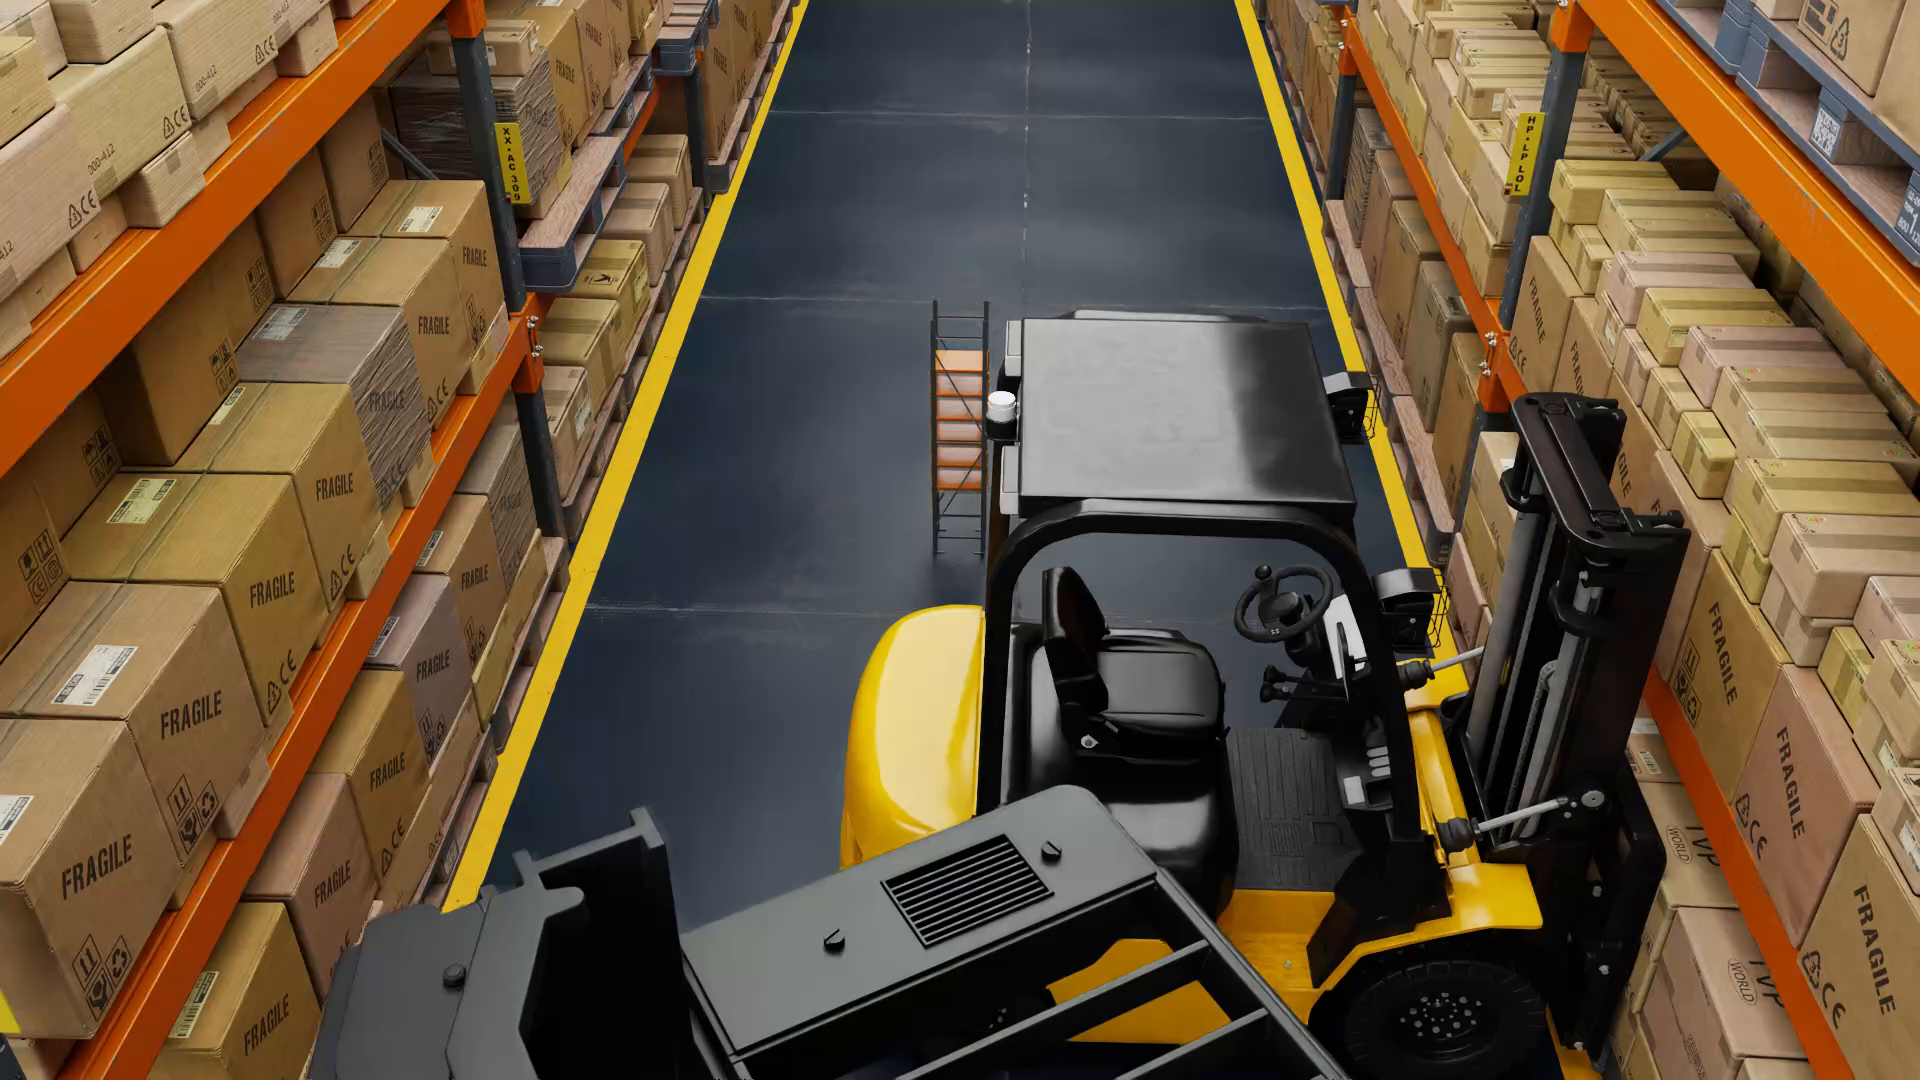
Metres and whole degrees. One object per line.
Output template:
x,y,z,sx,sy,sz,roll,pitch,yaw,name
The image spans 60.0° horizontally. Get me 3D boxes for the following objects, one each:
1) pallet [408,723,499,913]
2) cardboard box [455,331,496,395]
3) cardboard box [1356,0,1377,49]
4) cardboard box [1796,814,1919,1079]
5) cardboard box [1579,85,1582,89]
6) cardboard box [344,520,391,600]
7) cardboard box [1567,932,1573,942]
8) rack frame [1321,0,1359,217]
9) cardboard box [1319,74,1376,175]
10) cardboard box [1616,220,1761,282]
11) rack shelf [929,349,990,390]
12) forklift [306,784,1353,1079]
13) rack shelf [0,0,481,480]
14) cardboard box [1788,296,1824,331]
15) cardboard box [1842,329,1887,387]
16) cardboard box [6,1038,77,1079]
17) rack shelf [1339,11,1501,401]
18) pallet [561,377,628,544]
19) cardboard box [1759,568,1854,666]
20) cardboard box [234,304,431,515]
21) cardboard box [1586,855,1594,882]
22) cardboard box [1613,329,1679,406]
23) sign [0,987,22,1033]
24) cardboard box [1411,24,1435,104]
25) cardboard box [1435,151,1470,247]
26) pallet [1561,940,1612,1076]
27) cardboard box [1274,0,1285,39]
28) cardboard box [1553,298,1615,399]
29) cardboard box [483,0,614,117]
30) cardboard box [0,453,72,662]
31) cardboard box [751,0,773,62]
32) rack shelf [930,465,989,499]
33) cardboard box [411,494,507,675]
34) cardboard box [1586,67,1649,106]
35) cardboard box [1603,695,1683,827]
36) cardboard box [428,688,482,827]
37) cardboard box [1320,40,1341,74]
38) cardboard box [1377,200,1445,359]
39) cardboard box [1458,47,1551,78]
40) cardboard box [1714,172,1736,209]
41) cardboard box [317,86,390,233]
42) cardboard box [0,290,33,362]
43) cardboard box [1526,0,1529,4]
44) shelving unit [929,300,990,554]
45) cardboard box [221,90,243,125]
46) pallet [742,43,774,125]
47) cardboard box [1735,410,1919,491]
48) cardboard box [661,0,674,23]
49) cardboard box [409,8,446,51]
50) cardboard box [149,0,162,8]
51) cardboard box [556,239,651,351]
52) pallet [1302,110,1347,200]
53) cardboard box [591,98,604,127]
-2.324,1.112,5.984,1.003,0.211,1.213,1,35,2,pallet
-1.998,-0.680,6.327,0.380,0.149,0.250,2,35,3,cardboard box
2.572,-2.993,9.530,0.500,0.250,0.500,1,35,2,cardboard box
2.270,0.963,3.684,0.500,0.500,0.500,1,35,1,cardboard box
3.012,-2.017,7.707,0.500,0.250,0.500,1,35,1,cardboard box
-2.047,0.055,5.281,0.380,0.149,0.250,2,35,2,cardboard box
2.273,1.097,5.607,0.500,0.250,0.500,2,35,3,cardboard box
2.834,-3.304,9.842,1.000,3.000,0.127,1,35,2,rack frame
2.636,-2.701,10.793,0.500,0.500,0.500,2,35,3,cardboard box
2.443,-0.958,5.595,0.380,0.149,0.250,1,35,1,cardboard box
-0.001,-0.741,7.212,0.258,0.103,0.180,1,35,2,rack shelf
0.060,1.643,2.864,3.031,2.935,1.130,-17,39,-23,forklift
-2.367,-0.902,4.441,1.077,0.370,4.000,1,35,2,rack shelf
2.951,-0.675,5.450,0.380,0.149,0.250,2,35,2,cardboard box
2.879,-0.508,4.954,0.380,0.149,0.250,1,35,1,cardboard box
-2.227,1.093,3.805,0.380,0.149,0.250,1,35,2,cardboard box
2.754,-1.860,8.414,1.077,0.370,4.000,1,35,2,rack shelf
-2.257,-0.424,8.170,1.003,0.211,1.213,1,35,2,pallet
2.284,0.189,4.221,0.380,0.149,0.250,0,35,0,cardboard box
-2.086,-0.425,5.401,0.500,0.500,0.500,2,35,3,cardboard box
2.274,0.882,5.478,0.500,0.250,0.500,1,35,2,cardboard box
2.310,-0.545,5.265,0.380,0.149,0.250,1,35,1,cardboard box
-1.905,0.838,3.195,0.100,0.325,0.005,1,35,2,sign
2.516,-2.315,8.132,0.500,0.250,0.500,2,35,3,cardboard box
2.447,-1.529,7.447,0.500,0.250,0.500,1,35,2,cardboard box
2.553,1.294,5.725,1.003,0.211,1.213,1,35,2,pallet
2.739,-4.172,12.886,0.500,0.500,0.500,1,35,1,cardboard box
2.390,-0.498,5.763,0.500,0.500,0.500,2,35,3,cardboard box
-1.928,-2.287,7.684,0.500,0.500,0.500,1,35,2,cardboard box
-2.617,0.019,3.899,0.700,0.500,0.500,2,35,2,cardboard box
-1.939,-4.140,12.514,0.875,0.875,0.875,2,35,3,cardboard box
-0.001,-0.250,7.557,0.258,0.103,0.180,1,35,2,rack shelf
-2.061,0.167,6.278,0.500,0.500,0.500,2,35,3,cardboard box
2.965,-1.952,7.268,0.380,0.149,0.250,1,35,1,cardboard box
2.272,0.690,5.315,0.500,0.250,0.500,1,35,1,cardboard box
-2.078,0.779,6.059,0.500,0.250,0.500,2,35,3,cardboard box
2.581,-3.165,10.890,0.380,0.149,0.250,0,35,-1,cardboard box
2.750,-1.383,8.810,0.875,0.625,0.625,0,35,0,cardboard box
2.471,-2.104,7.485,0.380,0.149,0.250,1,35,1,cardboard box
2.962,-1.243,6.000,0.380,0.149,0.250,1,35,2,cardboard box
-2.521,-1.442,5.978,0.700,0.500,0.500,1,35,1,cardboard box
-2.143,-0.432,3.365,0.380,0.149,0.250,2,35,3,cardboard box
3.025,-2.827,8.513,0.380,0.149,0.250,1,35,2,cardboard box
-0.001,-0.483,7.393,0.258,1.200,0.189,1,35,2,shelving unit
-2.152,-1.168,4.413,0.380,0.149,0.250,1,35,1,cardboard box
-1.967,-3.426,12.441,1.003,0.211,1.213,1,35,2,pallet
2.372,-0.227,4.555,0.380,0.149,0.250,2,35,3,cardboard box
-1.808,-2.990,9.249,0.380,0.149,0.250,1,35,1,cardboard box
-2.479,-2.008,7.288,0.500,0.500,0.500,2,35,2,cardboard box
-2.137,-1.344,3.969,0.380,0.149,0.250,2,35,3,cardboard box
-2.216,-1.329,8.952,0.950,0.372,0.625,2,35,3,cardboard box
2.902,-2.591,11.253,1.003,0.211,1.213,1,35,2,pallet
-1.931,-2.094,7.974,0.380,0.149,0.250,2,35,2,cardboard box
